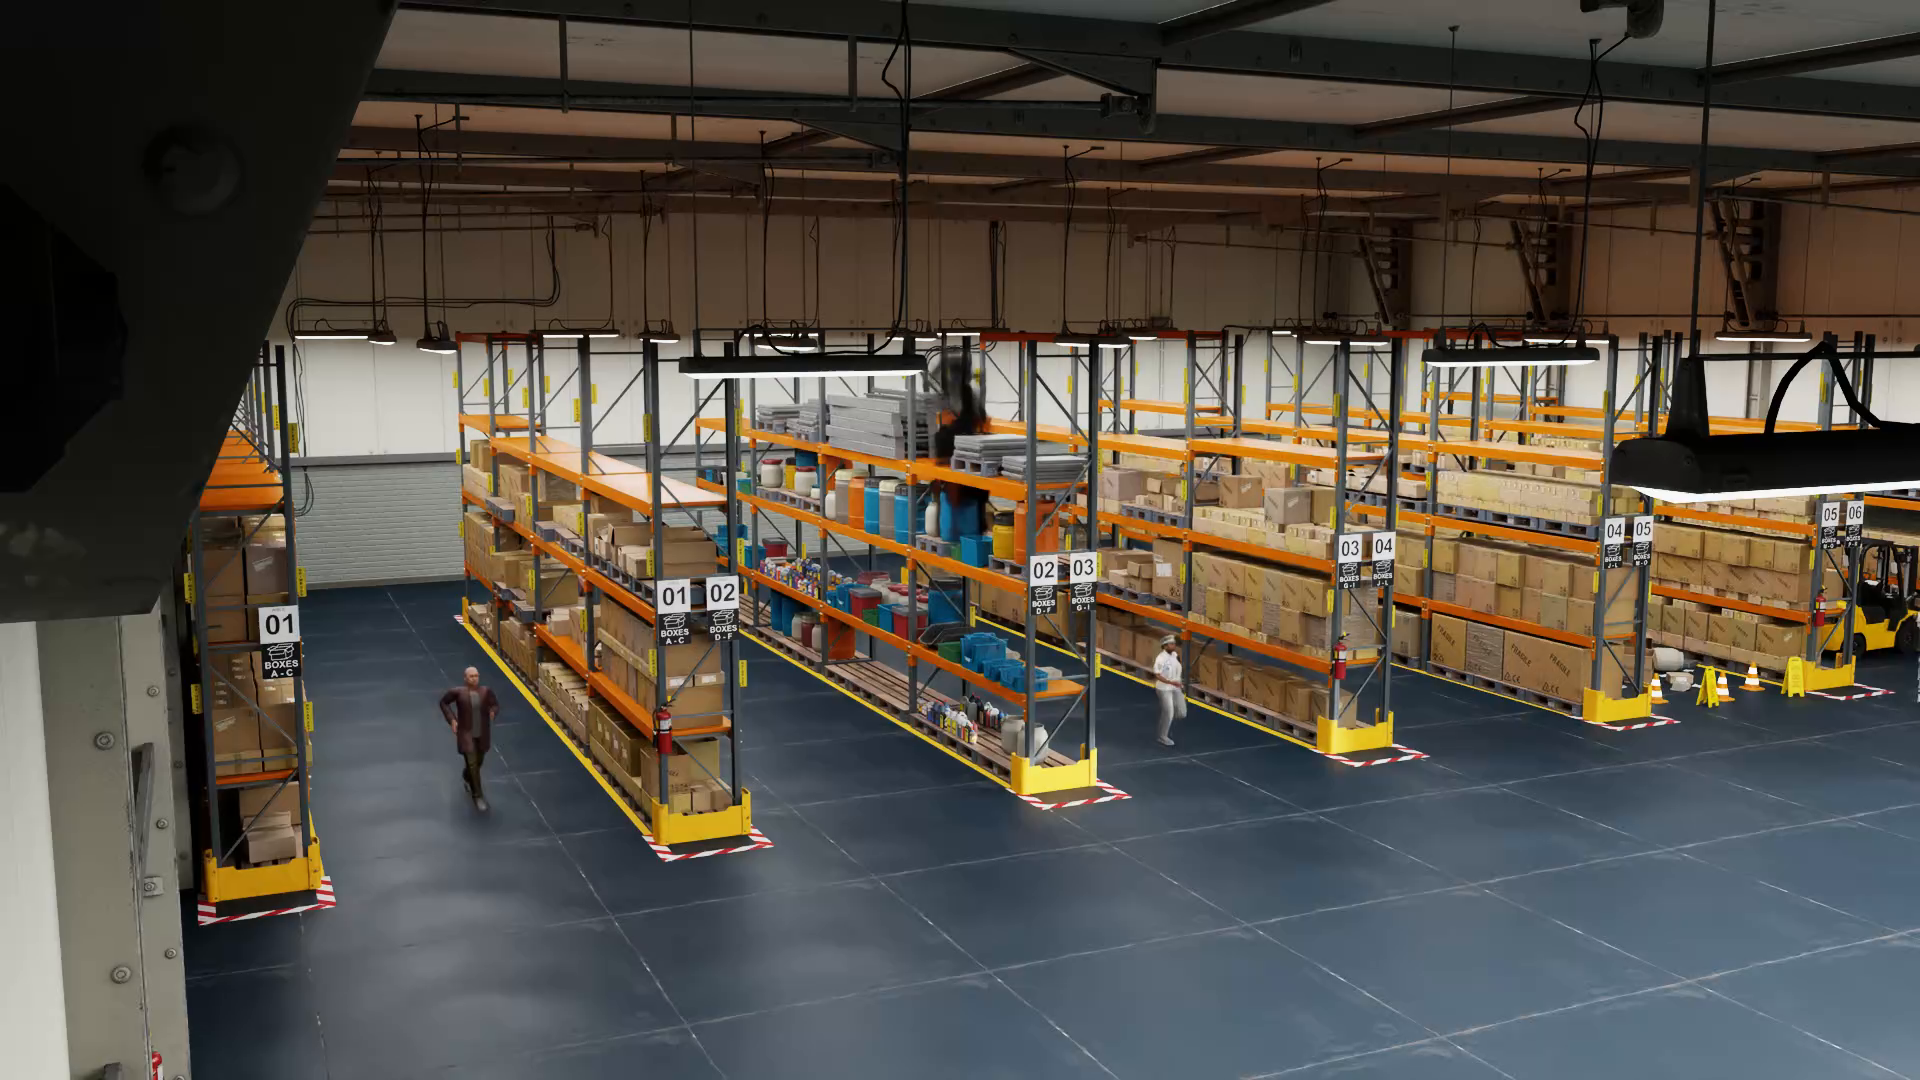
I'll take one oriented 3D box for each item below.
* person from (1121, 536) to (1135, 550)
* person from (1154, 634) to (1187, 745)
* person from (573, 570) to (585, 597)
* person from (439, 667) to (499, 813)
[{"bbox_3d":[4.280,-0.218,42.251,0.687,1.728,0.699,-6,10,-37],"label":"person"},{"bbox_3d":[3.132,2.210,24.595,0.570,1.661,0.529,-7,10,-41],"label":"person"},{"bbox_3d":[-8.009,0.781,35.136,0.768,1.680,0.570,6,10,38],"label":"person"},{"bbox_3d":[-6.326,2.535,21.600,0.705,1.802,1.047,-6,9,-35],"label":"person"}]
